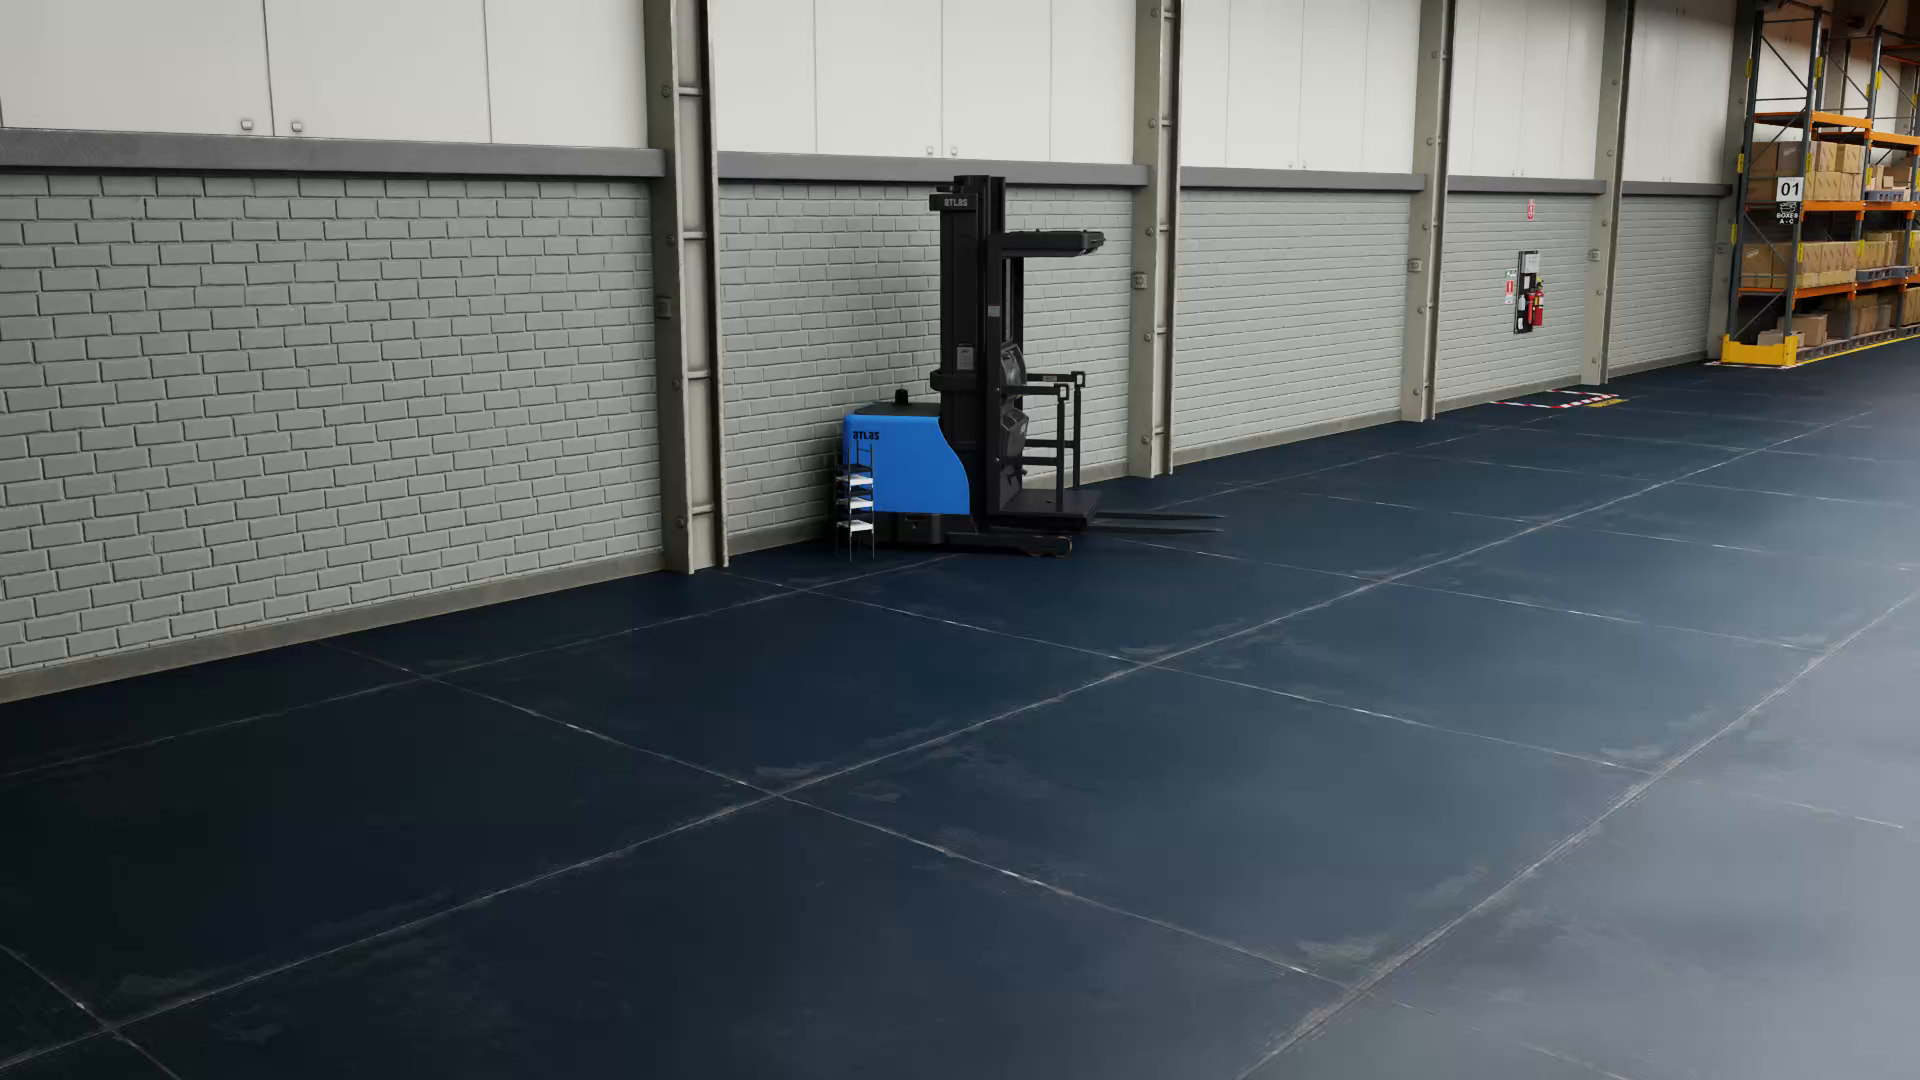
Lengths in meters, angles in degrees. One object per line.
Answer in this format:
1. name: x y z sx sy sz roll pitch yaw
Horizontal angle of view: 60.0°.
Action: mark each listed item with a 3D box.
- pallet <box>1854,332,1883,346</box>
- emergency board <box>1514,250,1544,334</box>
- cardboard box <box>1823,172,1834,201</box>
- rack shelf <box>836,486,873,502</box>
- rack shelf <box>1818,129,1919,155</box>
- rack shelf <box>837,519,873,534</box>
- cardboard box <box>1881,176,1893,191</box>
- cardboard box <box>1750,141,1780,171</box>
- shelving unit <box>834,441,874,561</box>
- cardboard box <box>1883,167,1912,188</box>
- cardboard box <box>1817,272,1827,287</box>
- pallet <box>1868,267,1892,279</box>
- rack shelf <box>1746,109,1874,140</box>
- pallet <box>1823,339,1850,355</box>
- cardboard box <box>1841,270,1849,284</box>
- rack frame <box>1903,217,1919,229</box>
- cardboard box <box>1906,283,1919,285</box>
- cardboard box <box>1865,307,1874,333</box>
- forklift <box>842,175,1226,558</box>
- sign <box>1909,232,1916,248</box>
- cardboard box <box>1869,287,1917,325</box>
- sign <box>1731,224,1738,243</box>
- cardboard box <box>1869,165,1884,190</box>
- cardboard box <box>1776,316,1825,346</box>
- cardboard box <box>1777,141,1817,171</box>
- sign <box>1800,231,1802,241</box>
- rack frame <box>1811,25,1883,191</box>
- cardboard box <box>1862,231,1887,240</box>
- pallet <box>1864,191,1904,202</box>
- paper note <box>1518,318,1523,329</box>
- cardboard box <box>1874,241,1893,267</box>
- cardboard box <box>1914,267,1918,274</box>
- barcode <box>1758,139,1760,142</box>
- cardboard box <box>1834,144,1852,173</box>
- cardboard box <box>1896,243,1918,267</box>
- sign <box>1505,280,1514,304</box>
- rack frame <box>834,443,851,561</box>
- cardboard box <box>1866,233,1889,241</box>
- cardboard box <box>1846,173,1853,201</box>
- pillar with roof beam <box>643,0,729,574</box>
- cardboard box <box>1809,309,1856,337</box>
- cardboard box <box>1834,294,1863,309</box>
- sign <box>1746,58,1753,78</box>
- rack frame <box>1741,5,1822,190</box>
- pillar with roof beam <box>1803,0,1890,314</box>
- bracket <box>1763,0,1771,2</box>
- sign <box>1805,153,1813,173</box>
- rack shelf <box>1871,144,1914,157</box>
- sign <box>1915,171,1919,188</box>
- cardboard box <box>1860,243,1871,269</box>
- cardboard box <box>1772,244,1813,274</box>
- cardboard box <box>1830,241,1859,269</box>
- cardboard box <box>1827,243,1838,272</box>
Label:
1. pallet: 17.977 -4.097 33.683 1.003 0.211 1.213 10 15 40
2. emergency board: 8.210 -3.554 23.846 0.194 1.169 0.643 10 15 40
3. cardboard box: 15.148 -6.278 29.522 0.500 0.500 0.500 11 16 43
4. rack shelf: -0.827 -0.362 12.935 0.200 0.077 0.258 -7 13 -32
5. rack shelf: 17.979 -7.856 32.927 1.077 0.370 4.000 10 15 40
6. rack shelf: -0.827 -0.097 12.988 0.200 0.077 0.258 -7 13 -32
7. cardboard box: 18.374 -7.110 33.678 0.637 0.503 0.797 -10 15 -40
8. cardboard box: 14.106 -6.698 29.069 0.500 0.500 0.500 11 15 43
9. shelving unit: -0.827 -0.306 12.946 0.210 0.900 0.258 -7 13 -32
10. cardboard box: 19.570 -7.571 34.920 0.700 0.500 0.500 8 14 36
11. cardboard box: 15.252 -4.700 29.915 0.500 0.250 0.500 9 15 39
12. pallet: 18.023 -5.367 33.413 1.003 0.211 1.213 10 15 40
13. rack shelf: 15.338 -7.462 29.942 1.077 0.370 4.000 10 15 40
14. pallet: 16.242 -3.698 31.688 1.003 0.211 1.213 10 15 40
15. cardboard box: 16.239 -4.924 31.038 0.500 0.250 0.500 10 15 41
16. rack frame: 21.939 -6.346 37.825 1.000 3.000 0.127 10 15 40
17. cardboard box: 21.608 -5.385 37.432 0.750 0.750 0.750 10 15 41
18. cardboard box: 18.129 -4.497 33.828 0.700 0.500 0.500 10 15 40
19. forklift: 0.618 -1.413 13.302 3.031 2.935 1.130 2 12 11
20. sign: 19.713 -6.218 34.429 0.100 0.325 0.005 10 15 40
21. cardboard box: 19.883 -5.000 35.505 0.750 0.750 0.750 10 15 40
22. sign: 13.614 -5.378 29.215 0.100 0.325 0.005 10 15 40
23. cardboard box: 17.894 -7.146 32.847 0.500 0.500 0.500 9 14 38
24. cardboard box: 15.441 -3.846 30.567 0.700 0.500 0.500 9 14 37
25. cardboard box: 14.455 -6.626 28.709 0.500 0.500 0.500 8 14 36
26. sign: 16.239 -5.808 32.175 0.100 0.325 0.005 10 15 40
27. rack frame: 16.659 -8.111 31.345 1.000 3.000 0.127 10 15 40
28. cardboard box: 19.404 -6.430 35.266 0.500 0.250 0.500 10 15 42
29. pallet: 17.828 -6.778 32.809 1.213 0.211 1.003 10 15 40
30. paper note: 8.041 -3.105 23.846 0.016 0.148 0.142 10 15 40
31. cardboard box: 18.648 -5.866 34.044 0.700 0.500 0.500 8 14 35
32. cardboard box: 20.102 -5.727 35.315 0.380 0.149 0.250 10 15 42
33. barcode: 14.111 -7.054 29.372 0.001 0.075 0.075 10 15 40
34. cardboard box: 15.841 -6.920 30.182 0.500 0.500 0.500 9 14 38
35. cardboard box: 19.812 -6.001 35.030 0.500 0.500 0.500 10 15 42
36. sign: 7.767 -3.503 23.502 0.001 0.329 0.234 10 15 40
37. rack frame: -0.912 -0.295 12.891 0.006 0.900 0.240 -7 13 -32
38. cardboard box: 18.893 -6.236 34.242 0.380 0.149 0.250 7 13 31
39. cardboard box: 16.167 -6.520 30.730 0.500 0.500 0.500 8 14 36
40. pillar with roof beam: 1.222 -3.650 9.008 9.100 9.000 0.400 10 15 40
41. cardboard box: 17.132 -4.269 32.687 0.700 0.500 0.500 10 15 42
42. cardboard box: 17.761 -4.779 33.326 0.500 0.250 0.500 9 15 39
43. sign: 13.615 -8.133 28.665 0.100 0.325 0.005 10 15 40
44. rack frame: 14.018 -7.522 28.398 1.000 3.000 0.127 10 15 40
45. pillar with roof beam: 21.025 -8.063 31.107 9.100 9.000 0.548 10 15 40
46. bracket: 13.823 -9.395 28.586 0.235 0.232 0.430 10 15 40
47. sign: 14.426 -6.410 28.255 0.100 0.325 0.005 10 15 40
48. rack shelf: 20.619 -8.445 35.874 1.077 0.370 4.000 10 15 40
49. sign: 19.705 -7.411 34.181 0.100 0.325 0.005 10 15 40
50. cardboard box: 17.394 -5.585 32.639 0.500 0.500 0.700 -10 15 -42
51. cardboard box: 14.559 -4.916 29.082 0.500 0.500 0.500 10 15 40
52. cardboard box: 16.579 -5.363 31.323 0.500 0.500 0.500 10 15 40
53. cardboard box: 15.570 -5.140 30.204 0.500 0.500 0.500 10 15 42
